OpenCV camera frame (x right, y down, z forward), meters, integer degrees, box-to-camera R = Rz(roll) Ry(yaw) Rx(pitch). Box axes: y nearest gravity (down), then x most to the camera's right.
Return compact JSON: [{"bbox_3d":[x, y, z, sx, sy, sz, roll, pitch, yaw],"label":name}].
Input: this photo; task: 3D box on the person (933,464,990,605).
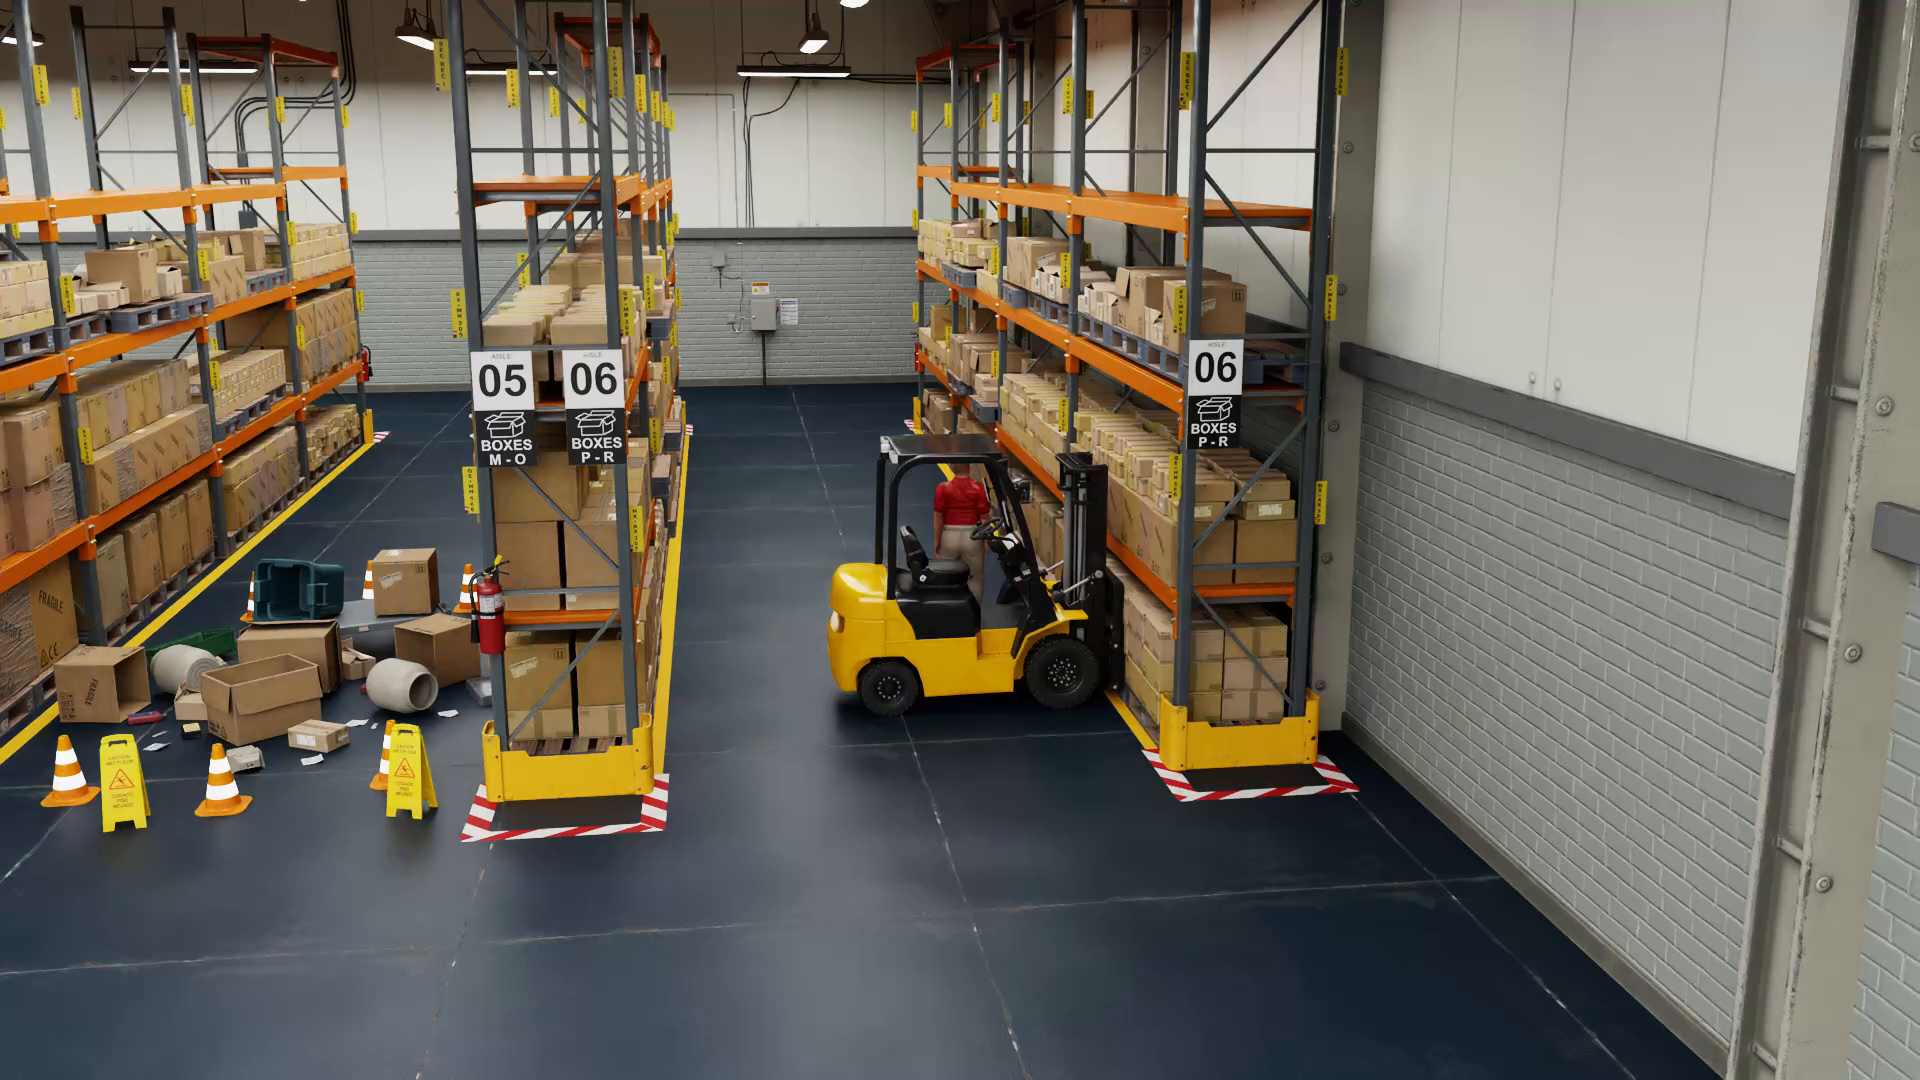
[{"bbox_3d":[0.016,0.030,15.847,0.537,1.728,0.362,0,13,2],"label":"person"}]
